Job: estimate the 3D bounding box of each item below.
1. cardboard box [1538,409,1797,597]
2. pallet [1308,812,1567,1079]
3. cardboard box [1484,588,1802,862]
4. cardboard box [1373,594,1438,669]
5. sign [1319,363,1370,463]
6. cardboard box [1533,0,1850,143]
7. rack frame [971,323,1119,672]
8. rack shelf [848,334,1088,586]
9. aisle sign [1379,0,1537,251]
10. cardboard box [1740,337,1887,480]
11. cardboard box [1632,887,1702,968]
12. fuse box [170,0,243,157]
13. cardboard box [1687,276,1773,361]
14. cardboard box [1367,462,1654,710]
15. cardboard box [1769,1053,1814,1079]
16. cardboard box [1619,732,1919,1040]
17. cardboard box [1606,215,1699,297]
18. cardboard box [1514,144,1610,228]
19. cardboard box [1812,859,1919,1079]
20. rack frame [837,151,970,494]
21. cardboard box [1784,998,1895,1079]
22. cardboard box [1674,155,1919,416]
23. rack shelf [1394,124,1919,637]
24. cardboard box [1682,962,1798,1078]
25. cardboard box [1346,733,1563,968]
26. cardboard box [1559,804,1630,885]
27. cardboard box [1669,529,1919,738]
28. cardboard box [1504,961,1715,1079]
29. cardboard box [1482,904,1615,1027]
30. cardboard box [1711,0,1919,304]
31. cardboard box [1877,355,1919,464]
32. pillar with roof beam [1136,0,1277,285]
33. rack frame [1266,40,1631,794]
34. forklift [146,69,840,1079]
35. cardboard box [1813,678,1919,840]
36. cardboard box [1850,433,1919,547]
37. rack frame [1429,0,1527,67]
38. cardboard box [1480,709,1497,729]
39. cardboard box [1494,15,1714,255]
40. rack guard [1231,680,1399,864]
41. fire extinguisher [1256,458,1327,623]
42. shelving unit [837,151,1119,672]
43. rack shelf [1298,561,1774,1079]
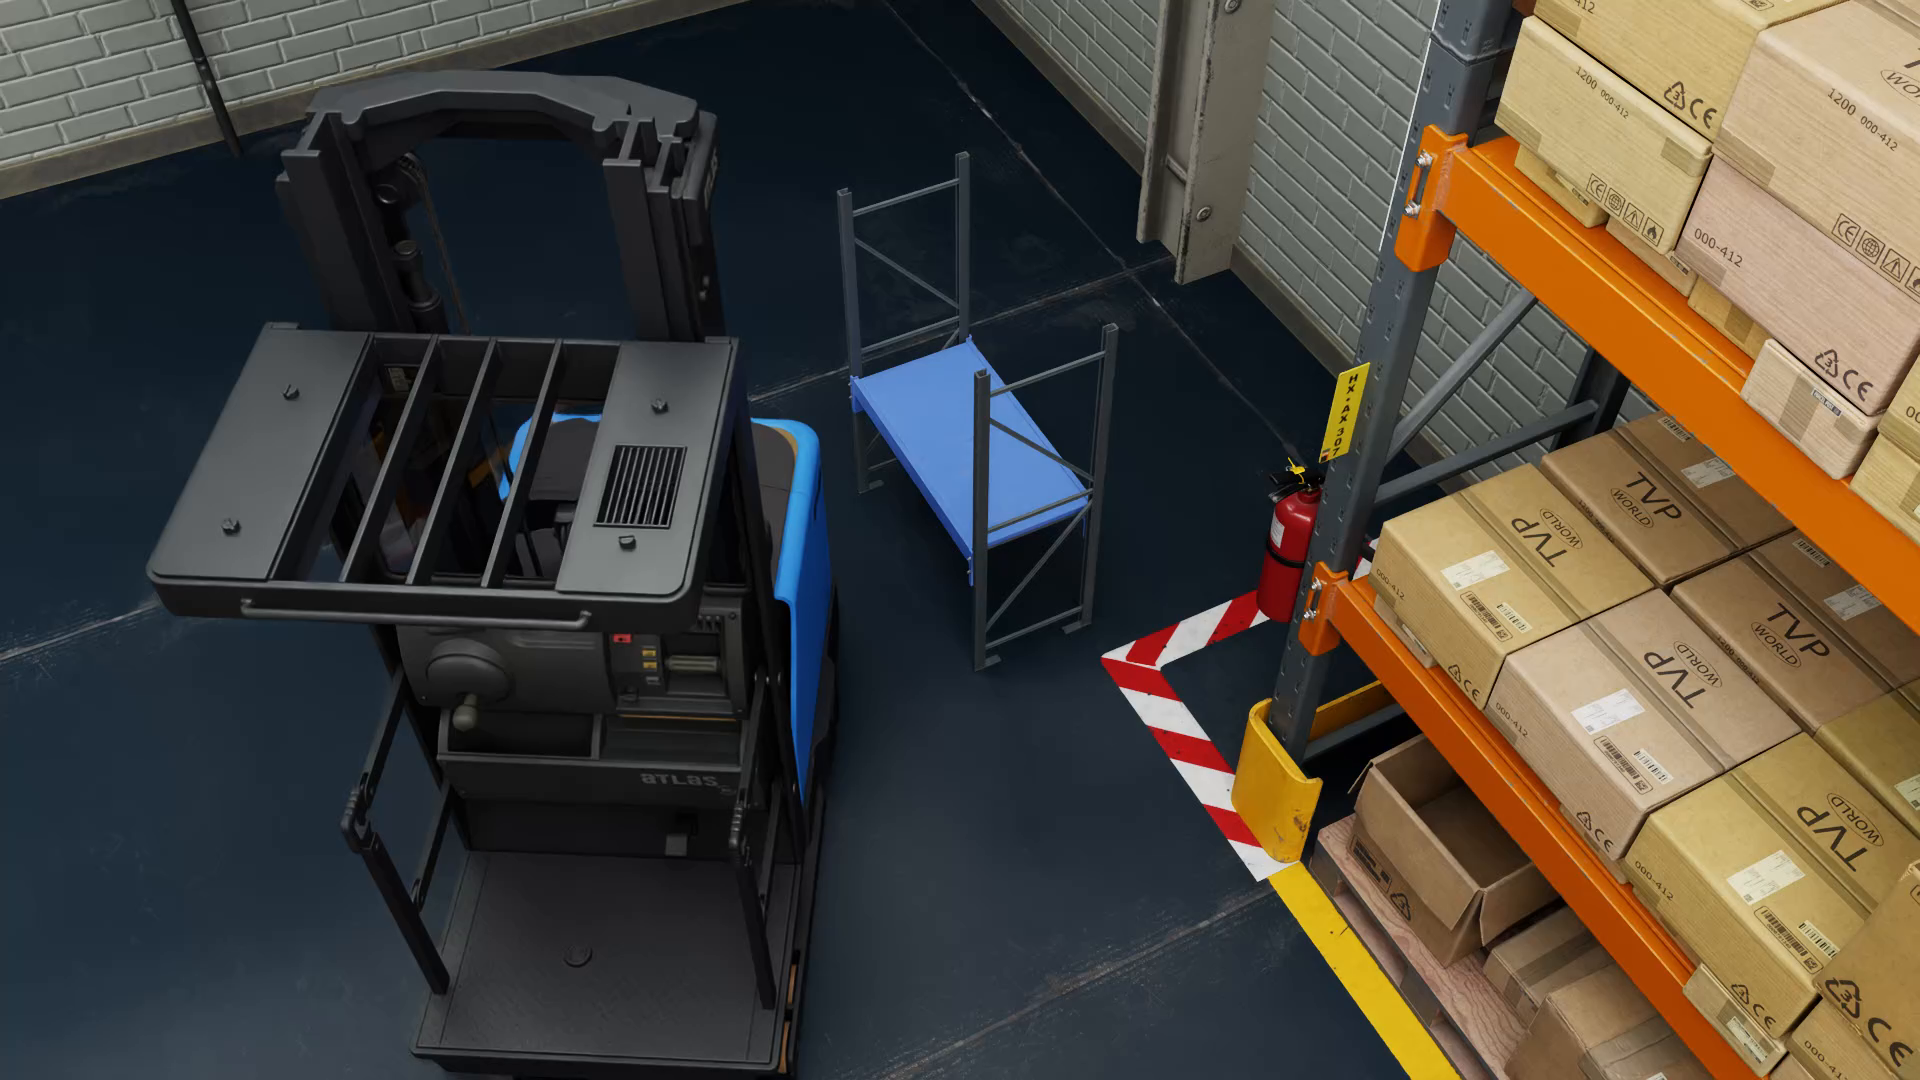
[{"bbox_3d":[1.939,-0.065,4.609,0.500,0.250,0.500,-20,52,-16],"label":"cardboard box"},{"bbox_3d":[1.893,1.269,5.393,1.003,0.211,1.213,-21,52,-18],"label":"pallet"},{"bbox_3d":[1.692,0.452,4.156,0.500,0.250,0.500,-21,52,-17],"label":"cardboard box"},{"bbox_3d":[1.399,0.164,4.673,0.380,0.149,0.250,-22,52,-18],"label":"cardboard box"},{"bbox_3d":[1.010,-0.331,4.364,0.100,0.325,0.005,-21,52,-18],"label":"sign"},{"bbox_3d":[1.472,-1.050,3.146,0.500,0.250,0.500,-22,52,-18],"label":"cardboard box"},{"bbox_3d":[0.272,-0.096,5.731,0.500,1.500,0.032,-21,52,-18],"label":"rack frame"},{"bbox_3d":[0.039,-0.318,6.164,0.538,0.185,1.000,-21,52,-18],"label":"rack shelf"},{"bbox_3d":[1.200,-1.033,3.827,0.394,0.787,0.004,-21,52,-18],"label":"aisle sign"},{"bbox_3d":[1.700,-0.298,3.085,0.380,0.149,0.250,-20,52,-17],"label":"cardboard box"},{"bbox_3d":[1.895,0.848,4.075,0.380,0.149,0.250,-20,52,-17],"label":"cardboard box"},{"bbox_3d":[-3.586,-2.488,7.682,0.539,1.711,0.414,-21,52,-18],"label":"fuse box"},{"bbox_3d":[1.677,-0.500,3.262,0.380,0.149,0.250,-21,52,-17],"label":"cardboard box"},{"bbox_3d":[1.461,0.115,4.451,0.500,0.250,0.500,-21,52,-17],"label":"cardboard box"},{"bbox_3d":[2.083,1.213,3.756,0.380,0.149,0.250,-20,52,-17],"label":"cardboard box"},{"bbox_3d":[1.926,0.790,3.861,0.500,0.250,0.500,-22,52,-18],"label":"cardboard box"},{"bbox_3d":[1.575,-0.678,3.417,0.380,0.149,0.250,-20,52,-17],"label":"cardboard box"},{"bbox_3d":[1.432,-0.844,3.563,0.380,0.149,0.250,-20,52,-17],"label":"cardboard box"},{"bbox_3d":[2.147,0.872,3.291,0.500,0.500,0.500,-20,52,-17],"label":"cardboard box"},{"bbox_3d":[-0.194,-0.777,6.326,0.500,1.500,0.032,-21,52,-18],"label":"rack frame"},{"bbox_3d":[2.179,1.125,3.568,0.500,0.250,0.500,-22,53,-18],"label":"cardboard box"},{"bbox_3d":[1.704,-0.545,3.036,0.500,0.250,0.500,-20,52,-17],"label":"cardboard box"},{"bbox_3d":[2.408,0.355,2.825,1.077,0.370,4.000,-21,52,-18],"label":"rack shelf"},{"bbox_3d":[1.944,1.043,3.904,0.380,0.149,0.250,-23,53,-19],"label":"cardboard box"},{"bbox_3d":[1.688,0.893,5.249,0.797,0.503,0.637,-23,53,-19],"label":"cardboard box"},{"bbox_3d":[1.769,0.673,4.228,0.380,0.149,0.250,-20,52,-16],"label":"cardboard box"},{"bbox_3d":[2.174,0.280,4.307,0.500,0.250,0.500,-21,52,-17],"label":"cardboard box"},{"bbox_3d":[2.045,1.479,4.738,0.700,0.500,0.500,-19,52,-16],"label":"cardboard box"},{"bbox_3d":[1.848,1.307,5.122,0.380,0.149,0.250,-23,53,-19],"label":"cardboard box"},{"bbox_3d":[1.688,-0.703,2.842,0.500,0.250,0.500,-22,52,-18],"label":"cardboard box"},{"bbox_3d":[1.927,-0.198,2.732,0.500,0.250,0.500,-23,53,-19],"label":"cardboard box"},{"bbox_3d":[-2.768,-2.840,3.148,9.100,9.000,0.400,-21,52,-18],"label":"pillar with roof beam"},{"bbox_3d":[1.493,-0.233,4.854,1.000,3.000,0.127,-21,52,-18],"label":"rack frame"},{"bbox_3d":[-1.049,0.431,4.319,1.130,2.935,3.031,2,49,2],"label":"forklift"},{"bbox_3d":[2.396,0.613,4.015,0.500,0.250,0.500,-20,52,-16],"label":"cardboard box"},{"bbox_3d":[1.826,-0.125,2.934,0.380,0.149,0.250,-21,52,-18],"label":"cardboard box"},{"bbox_3d":[1.493,-2.208,2.596,1.000,3.000,0.127,-21,52,-18],"label":"rack frame"},{"bbox_3d":[1.557,0.318,4.538,0.380,0.149,0.250,-20,52,-17],"label":"cardboard box"},{"bbox_3d":[1.453,-0.878,3.327,0.500,0.250,0.500,-22,52,-18],"label":"cardboard box"},{"bbox_3d":[1.527,0.641,5.750,1.175,0.500,0.348,-21,52,-18],"label":"rack guard"},{"bbox_3d":[1.014,-0.024,4.970,0.296,0.674,0.183,-21,52,-18],"label":"fire extinguisher"},{"bbox_3d":[0.039,-0.437,6.028,0.538,1.500,1.048,-21,52,-18],"label":"shelving unit"},{"bbox_3d":[2.408,1.342,3.954,1.077,0.370,4.000,-21,52,-18],"label":"rack shelf"}]
